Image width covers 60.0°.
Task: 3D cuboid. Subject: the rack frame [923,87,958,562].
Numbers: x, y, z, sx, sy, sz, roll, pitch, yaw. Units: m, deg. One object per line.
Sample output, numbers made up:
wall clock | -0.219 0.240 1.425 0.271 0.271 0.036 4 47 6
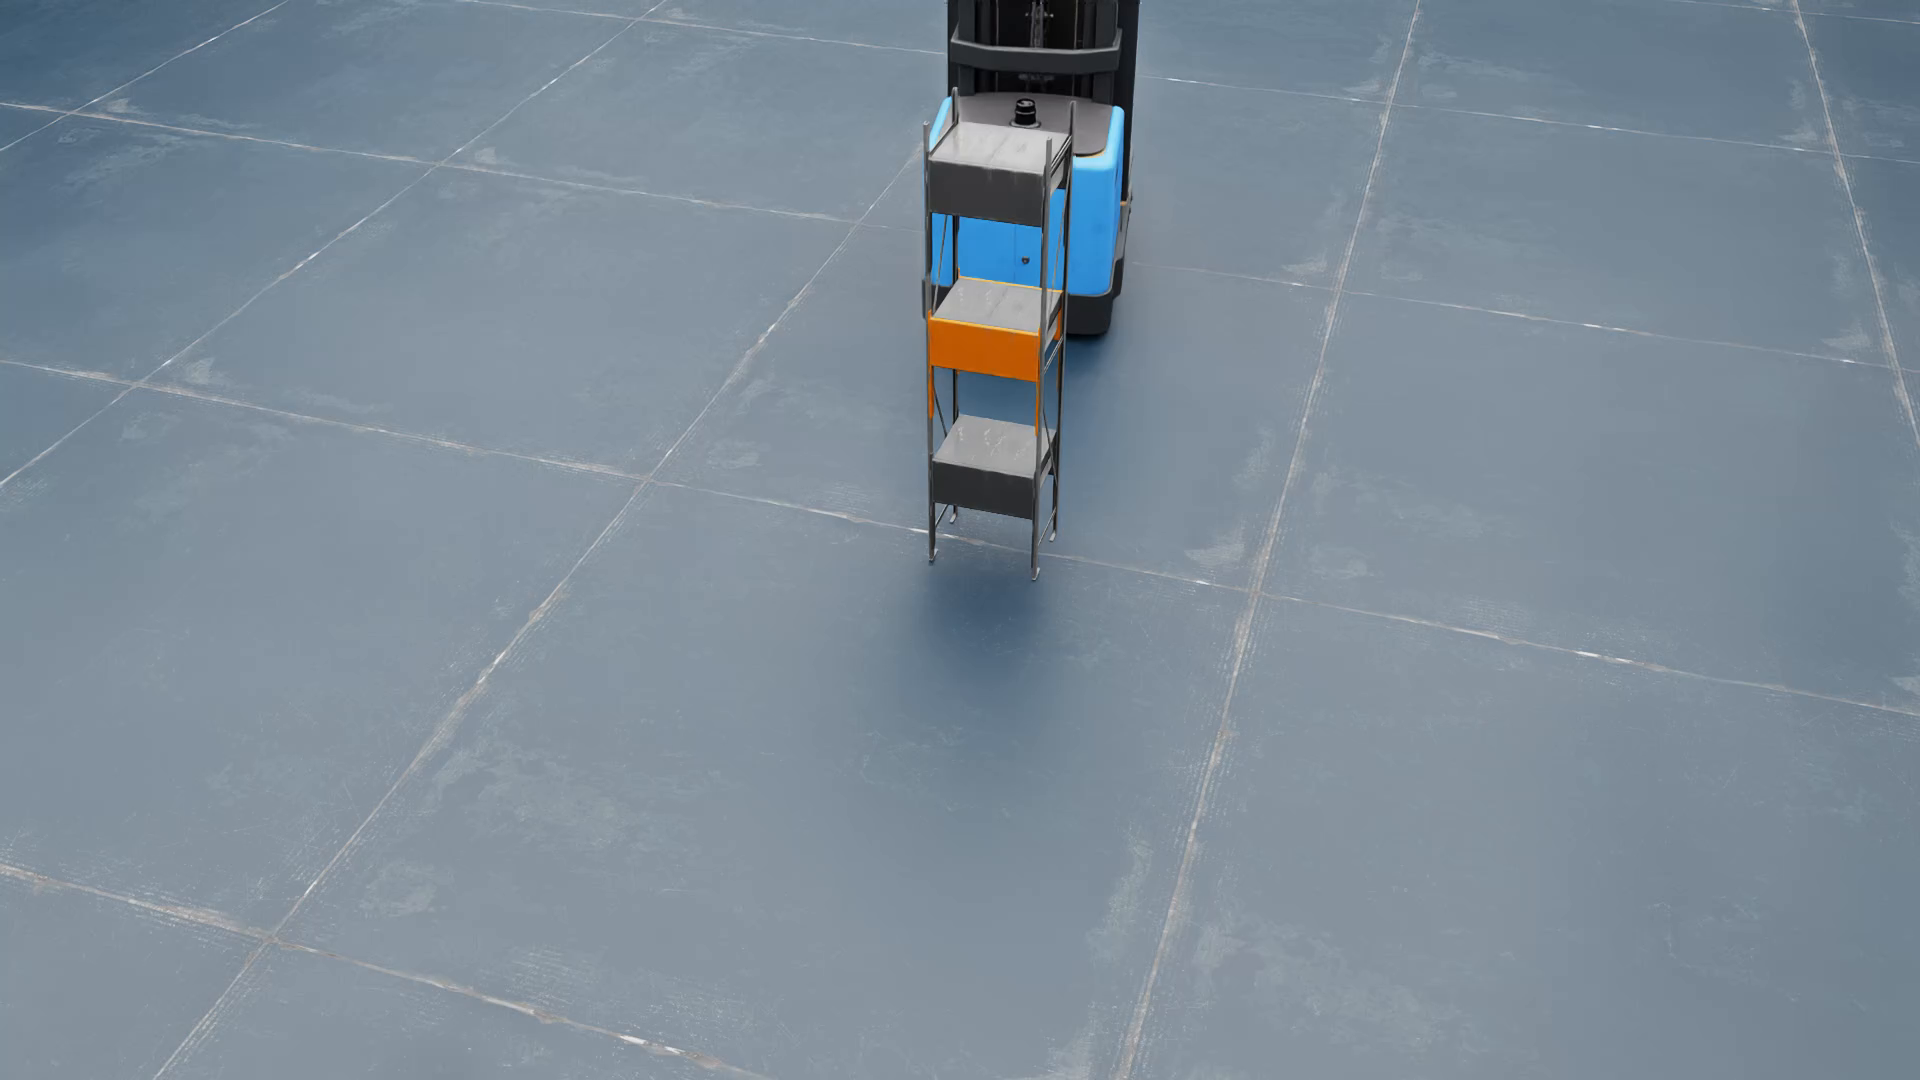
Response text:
rack frame | -0.075 -0.860 7.146 0.015 2.100 0.400 10 38 14

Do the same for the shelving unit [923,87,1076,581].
shelving unit | 0.158 -0.816 7.088 0.503 2.100 0.431 10 38 14

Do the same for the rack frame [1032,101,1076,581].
rack frame | 0.391 -0.773 7.029 0.015 2.100 0.400 10 38 14

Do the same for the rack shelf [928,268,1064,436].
rack shelf | 0.158 -0.805 7.096 0.480 0.518 0.431 10 38 14

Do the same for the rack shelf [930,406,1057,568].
rack shelf | 0.158 -0.242 7.511 0.480 0.518 0.431 10 38 14

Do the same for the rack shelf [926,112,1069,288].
rack shelf | 0.158 -1.369 6.681 0.480 0.518 0.431 10 38 14

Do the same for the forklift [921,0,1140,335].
forklift | 0.504 -3.177 9.594 1.130 2.935 3.031 5 37 6
